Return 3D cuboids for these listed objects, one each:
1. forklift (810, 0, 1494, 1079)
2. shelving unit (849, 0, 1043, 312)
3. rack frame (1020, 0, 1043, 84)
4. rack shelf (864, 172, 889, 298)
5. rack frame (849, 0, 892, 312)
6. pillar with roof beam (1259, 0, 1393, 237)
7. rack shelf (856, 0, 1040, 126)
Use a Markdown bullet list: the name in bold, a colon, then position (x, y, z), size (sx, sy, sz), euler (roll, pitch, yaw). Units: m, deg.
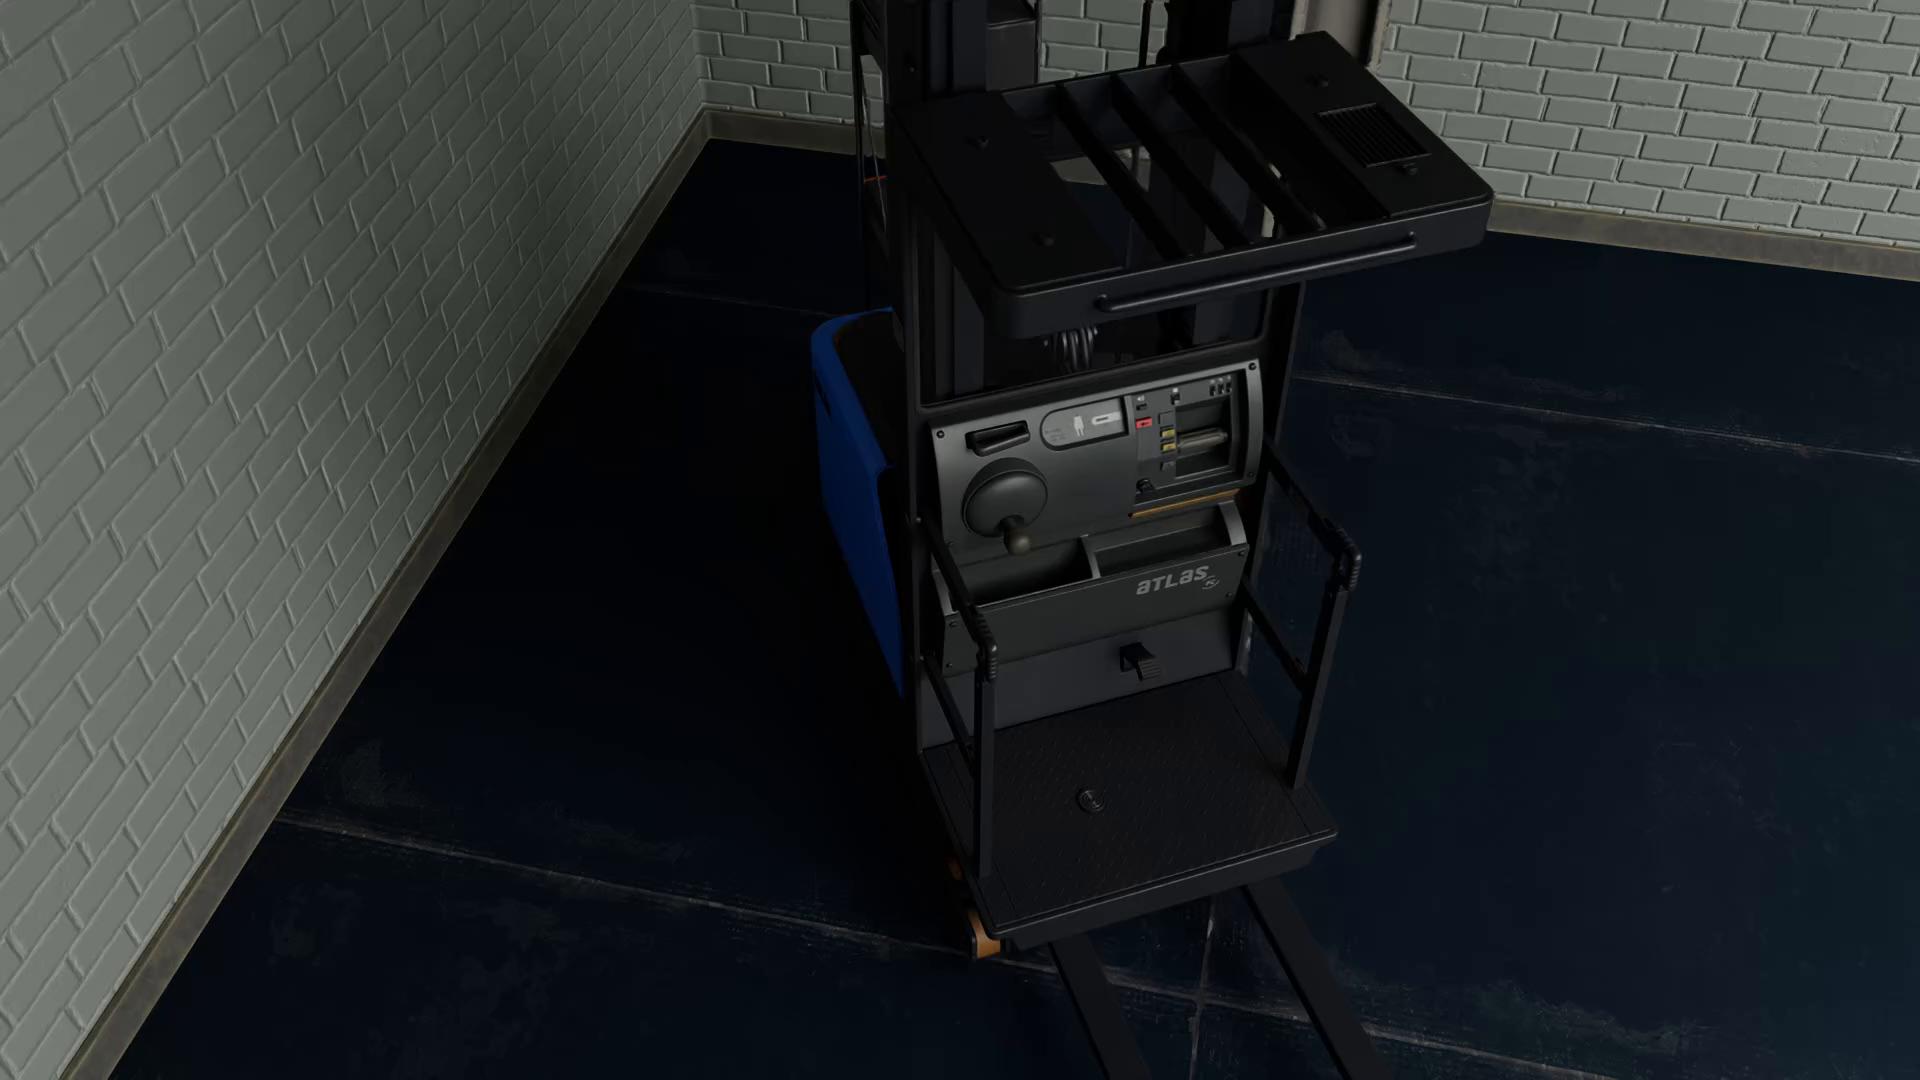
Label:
- **forklift**: position (0.445, -0.138, 4.279), size (1.130, 2.935, 3.031), euler (-13, 45, -13)
- **shelving unit**: position (-0.050, -1.011, 5.786), size (0.503, 2.100, 0.431), euler (-13, 45, -13)
- **rack frame**: position (0.181, -1.065, 5.842), size (0.015, 2.100, 0.400), euler (-13, 45, -13)
- **rack shelf**: position (-0.050, -1.001, 5.796), size (0.480, 0.518, 0.431), euler (-13, 45, -13)
- **rack frame**: position (-0.281, -0.957, 5.730), size (0.015, 2.100, 0.400), euler (-13, 45, -13)
- **pillar with roof beam**: position (0.677, -1.818, 1.650), size (0.400, 9.000, 9.100), euler (9, 45, 9)
- **rack shelf**: position (-0.050, -1.505, 5.310), size (0.480, 0.518, 0.431), euler (-13, 45, -13)
